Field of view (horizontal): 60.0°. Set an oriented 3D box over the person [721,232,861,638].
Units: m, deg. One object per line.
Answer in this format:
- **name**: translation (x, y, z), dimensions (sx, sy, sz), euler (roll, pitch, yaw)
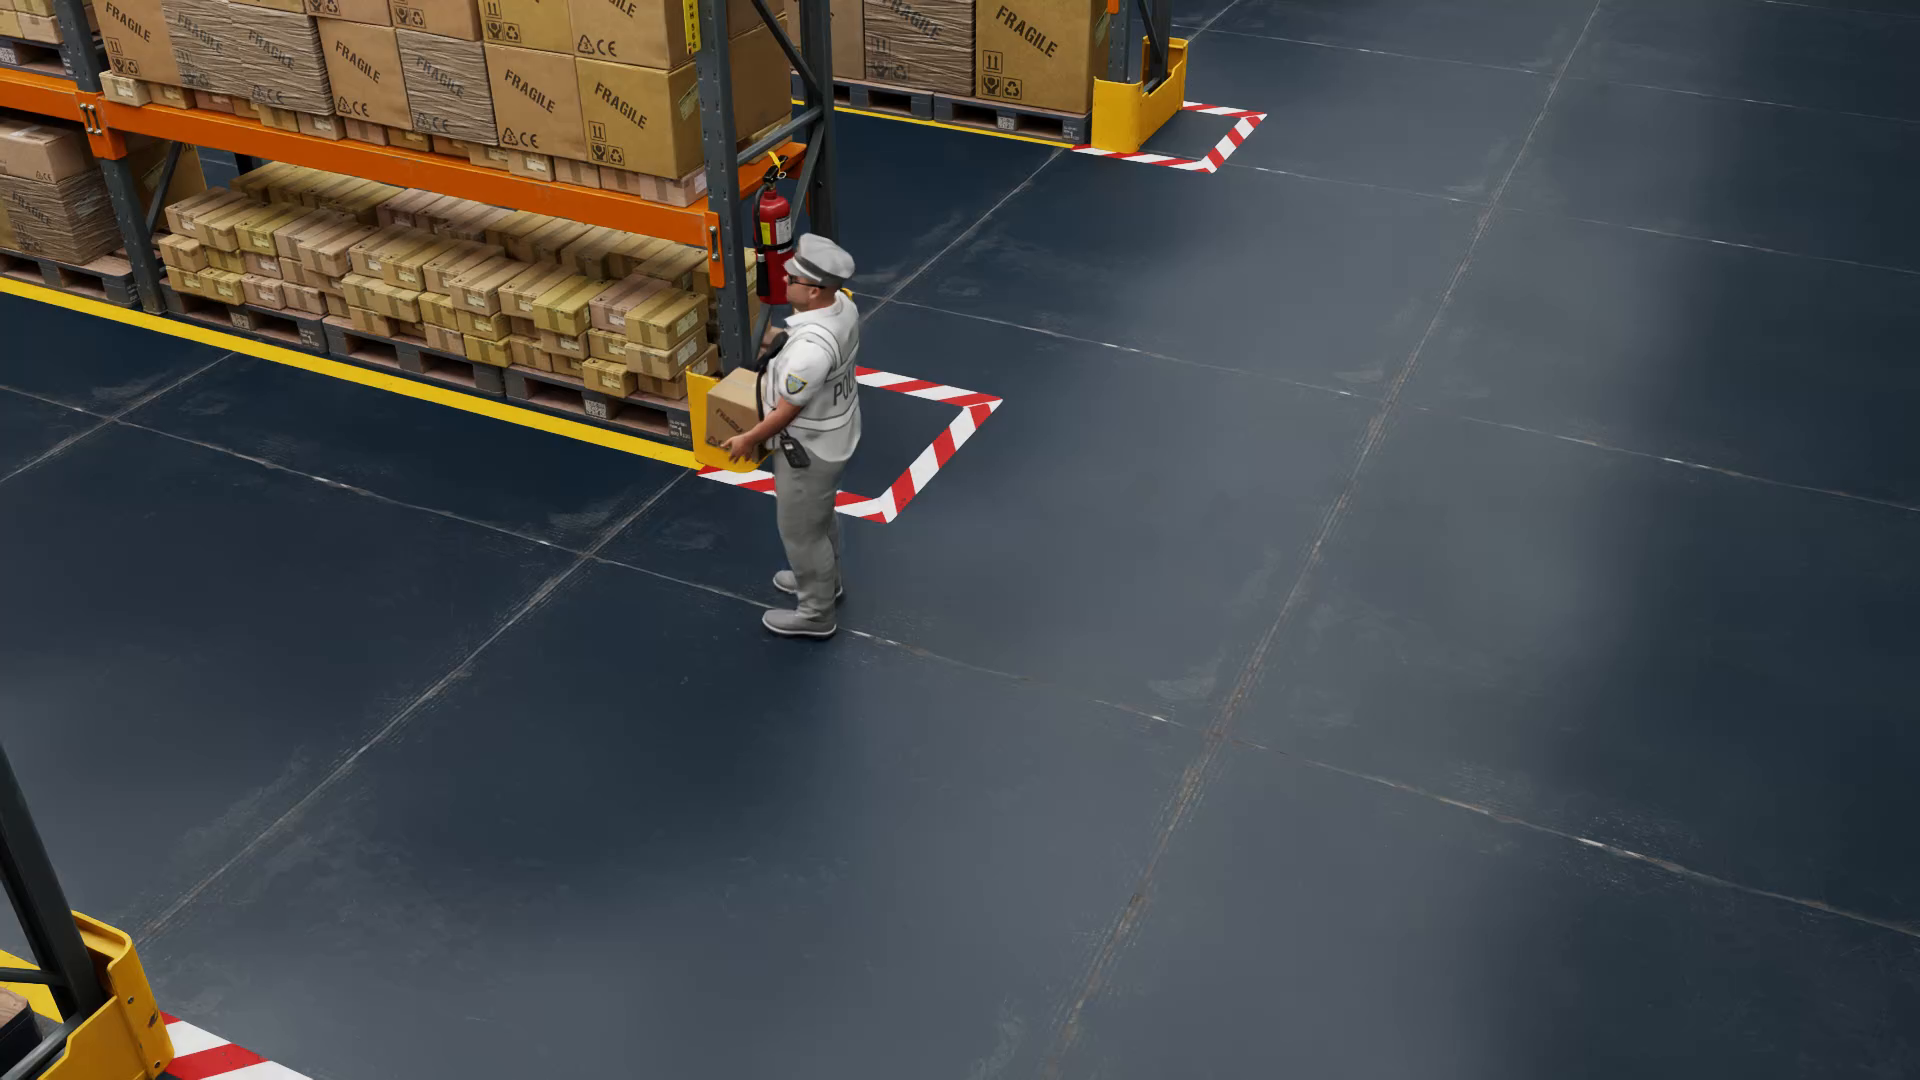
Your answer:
- **person**: translation (-0.664, -0.414, 6.729), dimensions (0.546, 1.784, 0.548), euler (5, 34, 8)
